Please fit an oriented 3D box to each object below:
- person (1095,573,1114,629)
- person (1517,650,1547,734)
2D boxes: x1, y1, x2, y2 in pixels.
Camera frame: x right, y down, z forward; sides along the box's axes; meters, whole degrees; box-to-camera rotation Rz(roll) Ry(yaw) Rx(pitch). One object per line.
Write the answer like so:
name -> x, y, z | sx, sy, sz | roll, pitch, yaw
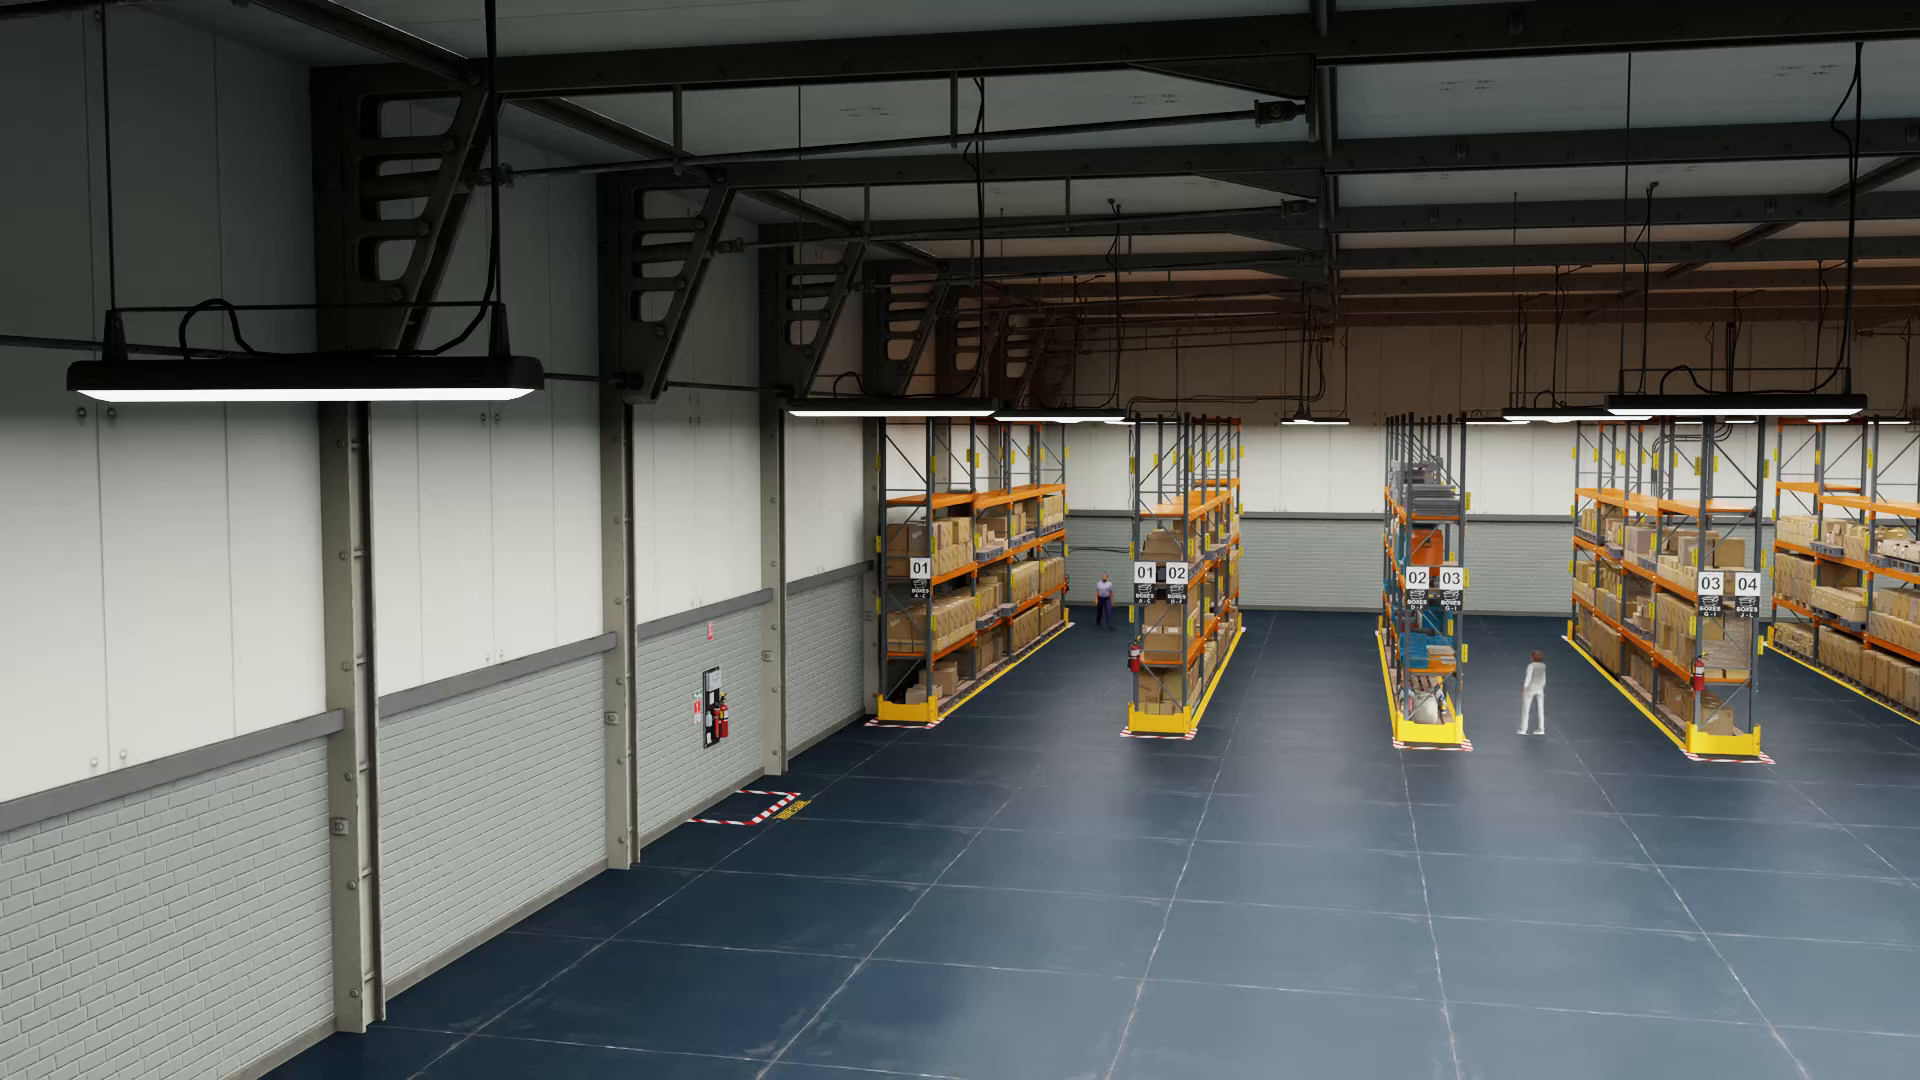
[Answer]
person -> 4.111, 1.730, 47.335 | 0.542, 1.579, 0.951 | 0, 4, -2
person -> 10.668, 2.835, 30.962 | 0.489, 1.603, 0.369 | 0, 4, 3
